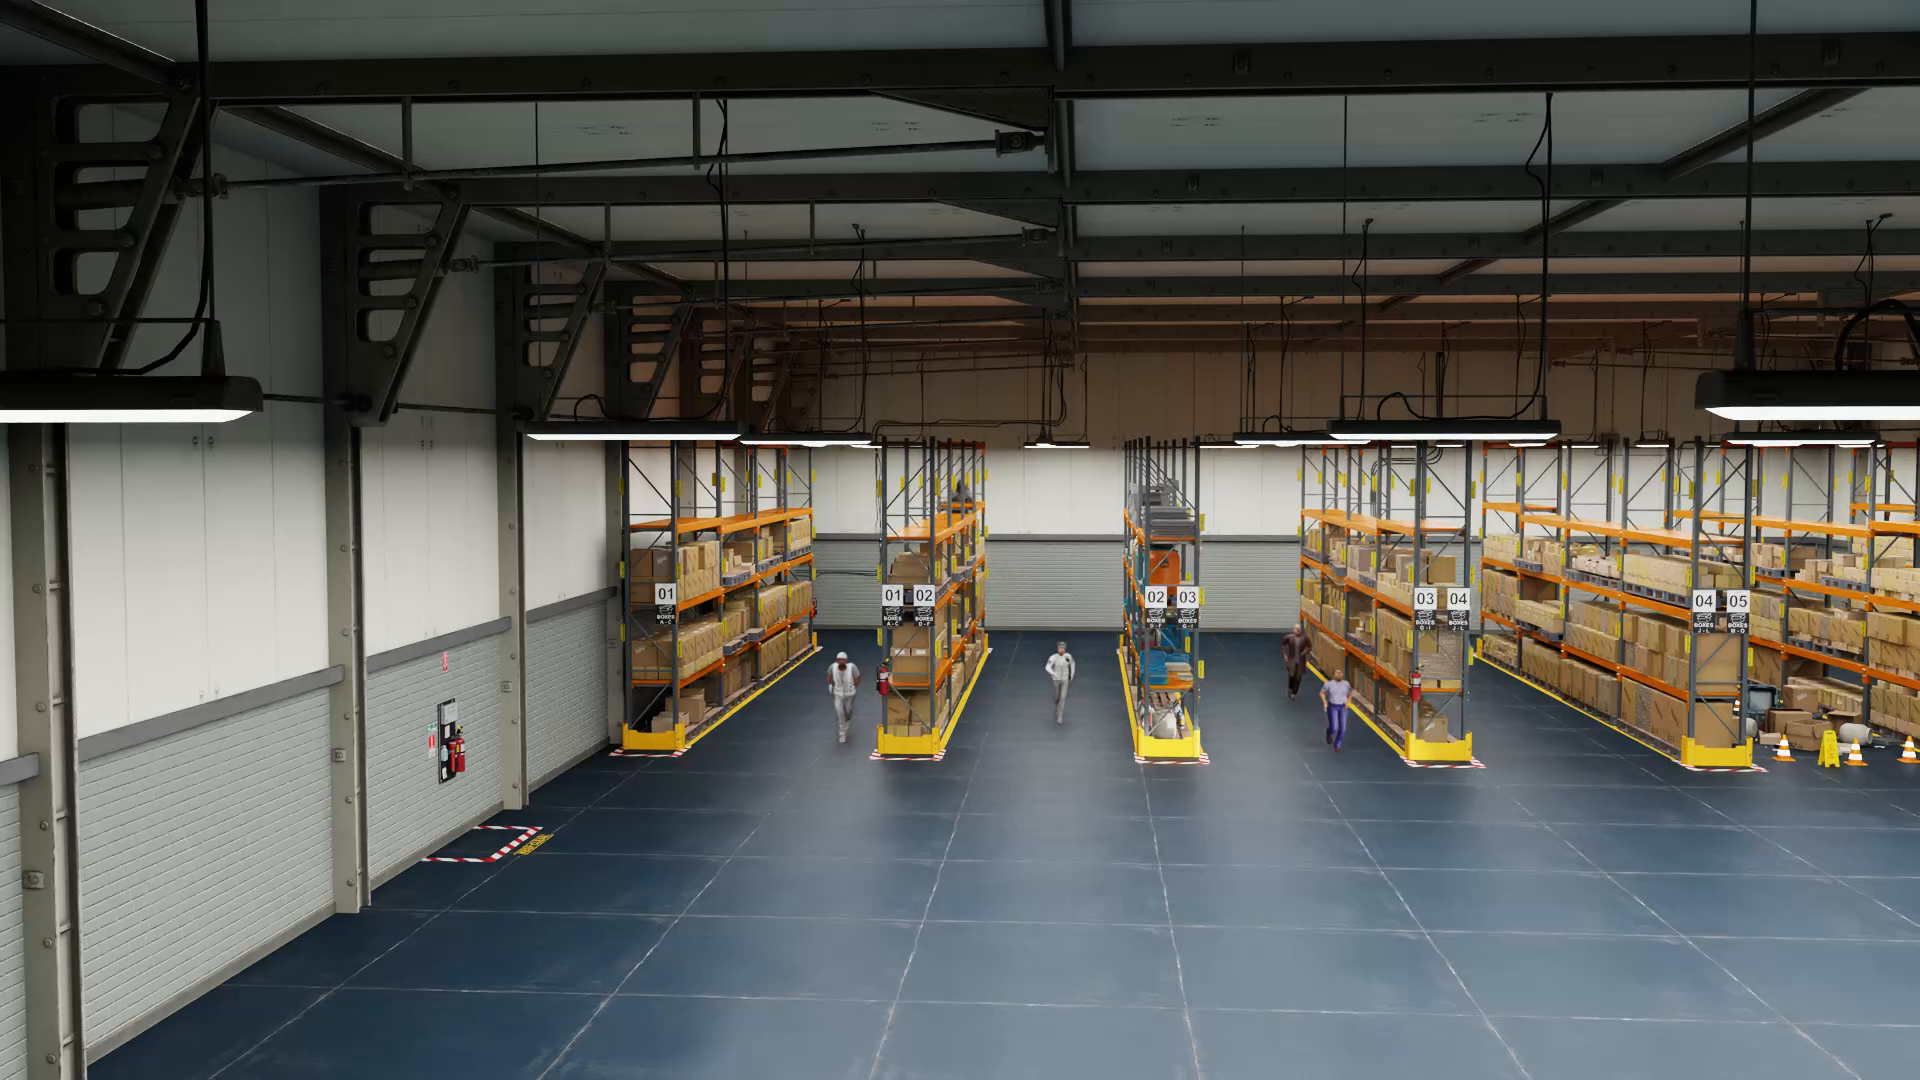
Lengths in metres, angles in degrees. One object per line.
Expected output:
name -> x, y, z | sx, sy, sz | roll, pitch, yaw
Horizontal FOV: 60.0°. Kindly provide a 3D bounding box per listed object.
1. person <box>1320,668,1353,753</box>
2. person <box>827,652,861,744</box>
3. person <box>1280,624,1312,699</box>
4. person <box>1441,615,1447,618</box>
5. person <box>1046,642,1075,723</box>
person -> 7.196, 3.252, 31.711 | 0.612, 1.593, 0.543 | 0, 3, 0
person -> -2.300, 3.084, 33.023 | 0.683, 1.769, 1.132 | 0, 3, -1
person -> 7.731, 2.802, 38.215 | 0.706, 1.736, 0.702 | 0, 3, 5
person -> 13.743, 2.406, 47.243 | 0.744, 1.638, 0.719 | -2, 4, -34
person -> 2.142, 2.992, 35.433 | 0.639, 1.689, 0.954 | 0, 3, -2
